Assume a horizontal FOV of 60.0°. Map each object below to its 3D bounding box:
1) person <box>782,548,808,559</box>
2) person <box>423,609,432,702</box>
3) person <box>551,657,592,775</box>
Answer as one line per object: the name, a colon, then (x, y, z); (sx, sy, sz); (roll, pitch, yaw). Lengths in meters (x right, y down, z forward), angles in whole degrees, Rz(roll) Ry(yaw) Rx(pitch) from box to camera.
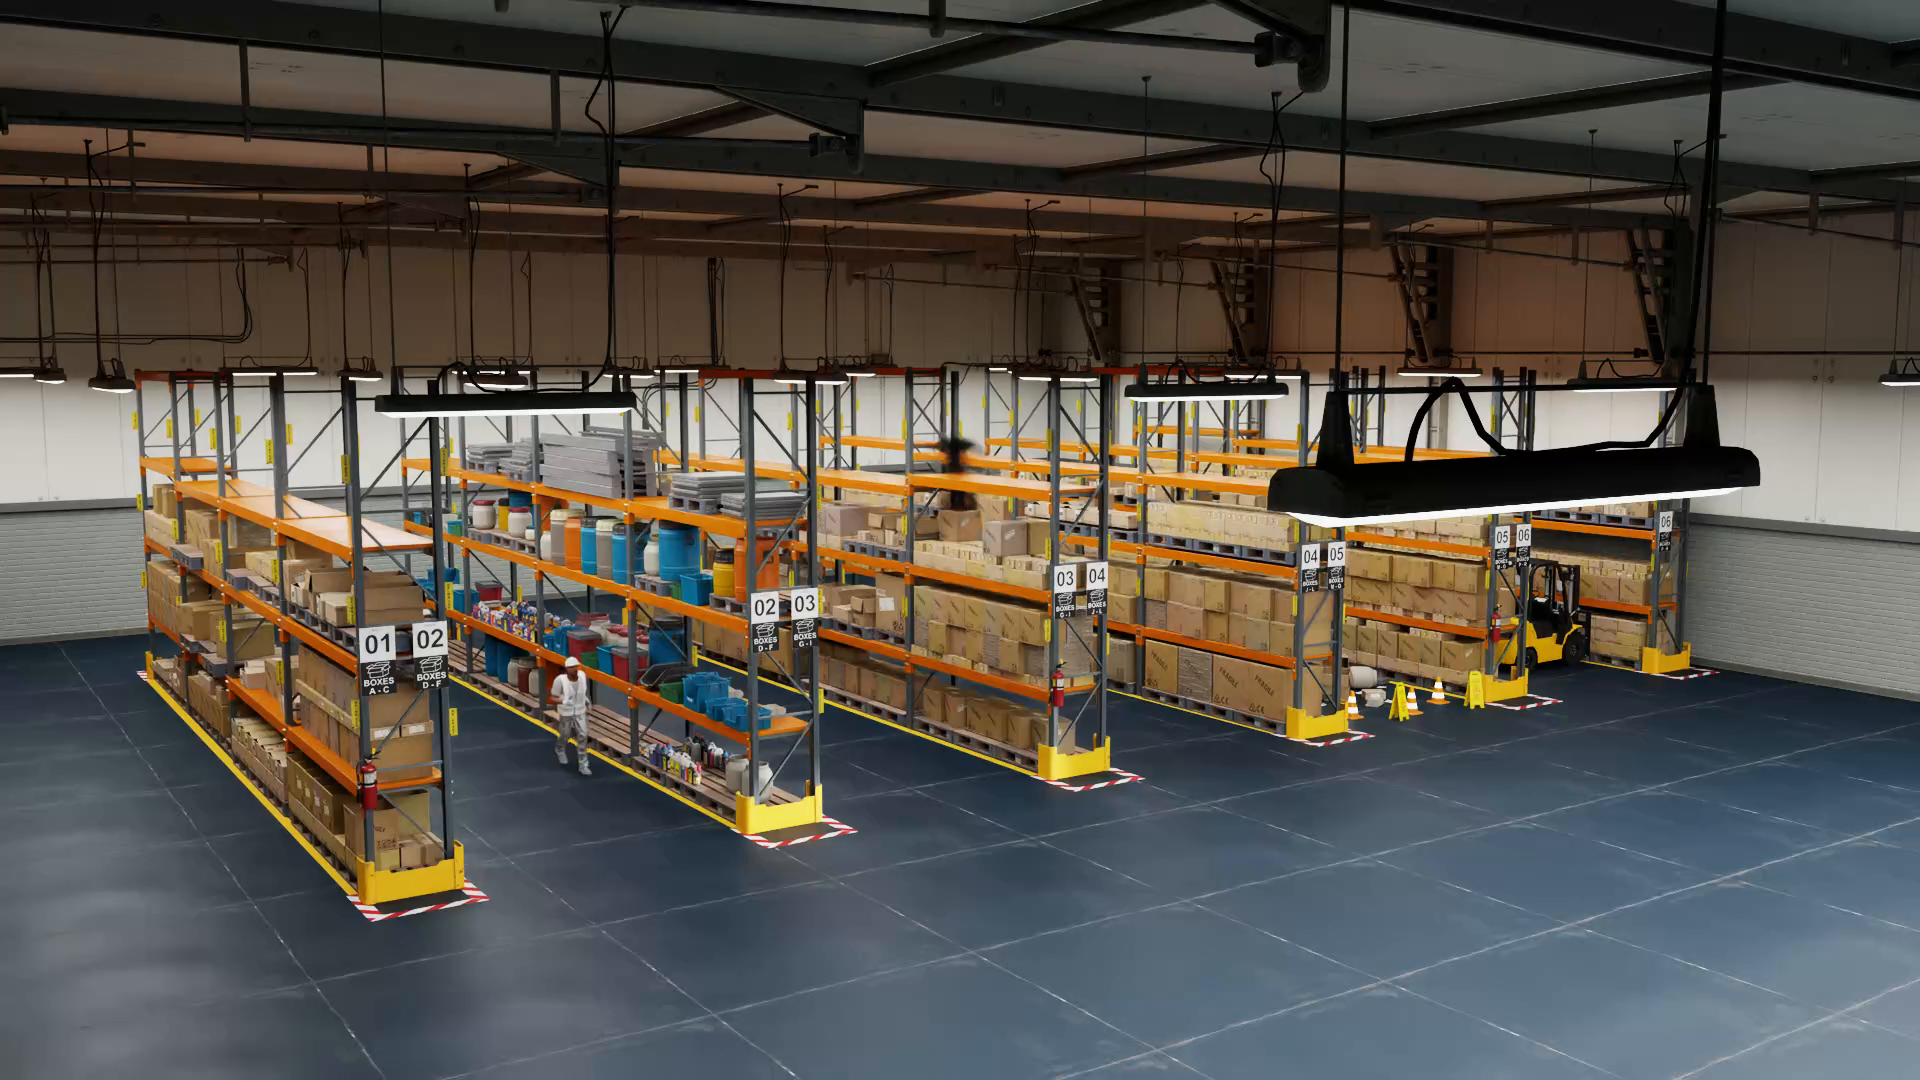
person: (-4.196, 0.703, 42.079); (0.685, 1.752, 0.717); (0, 6, 0)
person: (-9.536, 2.101, 29.762); (0.693, 1.755, 0.681); (-4, 7, -29)
person: (-5.867, 2.606, 25.063); (0.646, 1.757, 1.037); (-3, 7, -28)
